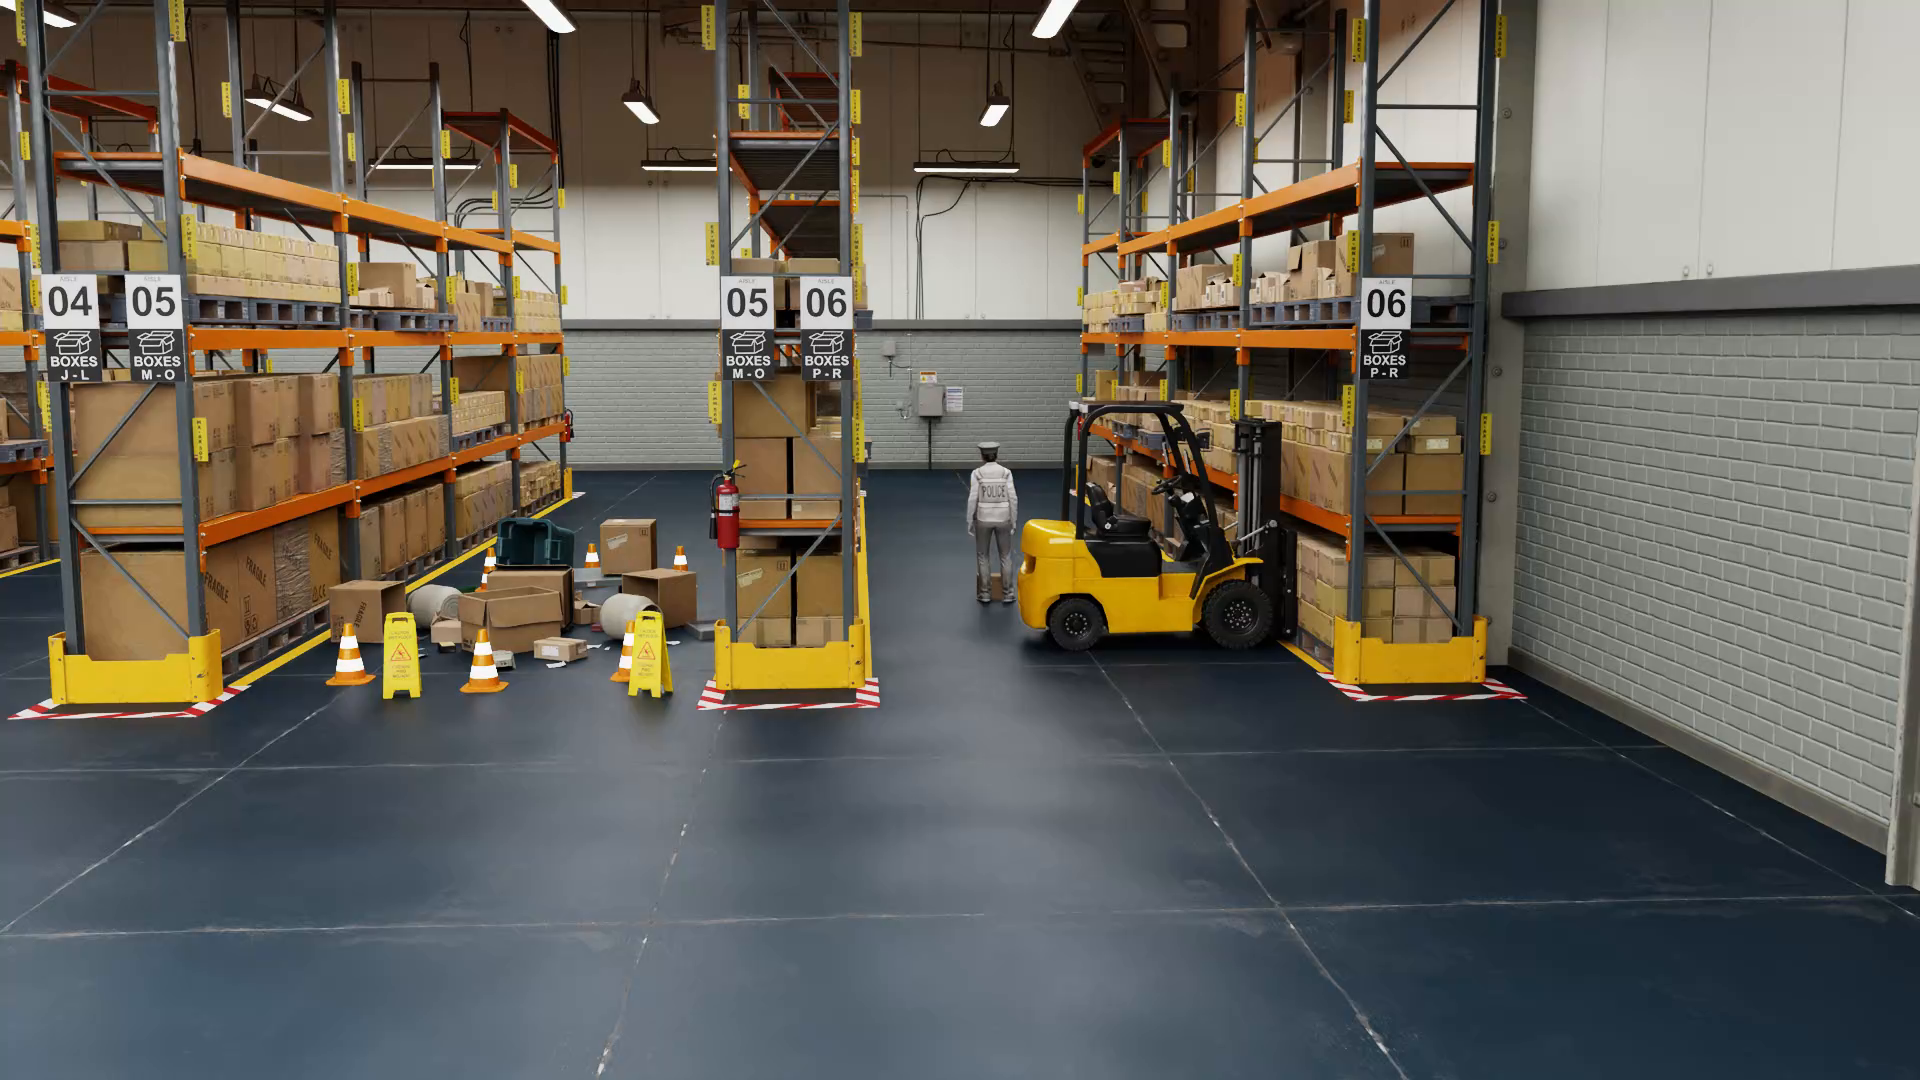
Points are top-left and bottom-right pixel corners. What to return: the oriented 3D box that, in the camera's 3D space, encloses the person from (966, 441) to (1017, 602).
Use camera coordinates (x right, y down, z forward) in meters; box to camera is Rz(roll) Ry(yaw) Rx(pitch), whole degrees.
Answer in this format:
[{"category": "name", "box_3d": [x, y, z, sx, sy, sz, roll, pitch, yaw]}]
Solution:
[{"category": "person", "box_3d": [0.329, -0.182, 17.232, 0.541, 1.662, 0.415, -1, 7, -7]}]
